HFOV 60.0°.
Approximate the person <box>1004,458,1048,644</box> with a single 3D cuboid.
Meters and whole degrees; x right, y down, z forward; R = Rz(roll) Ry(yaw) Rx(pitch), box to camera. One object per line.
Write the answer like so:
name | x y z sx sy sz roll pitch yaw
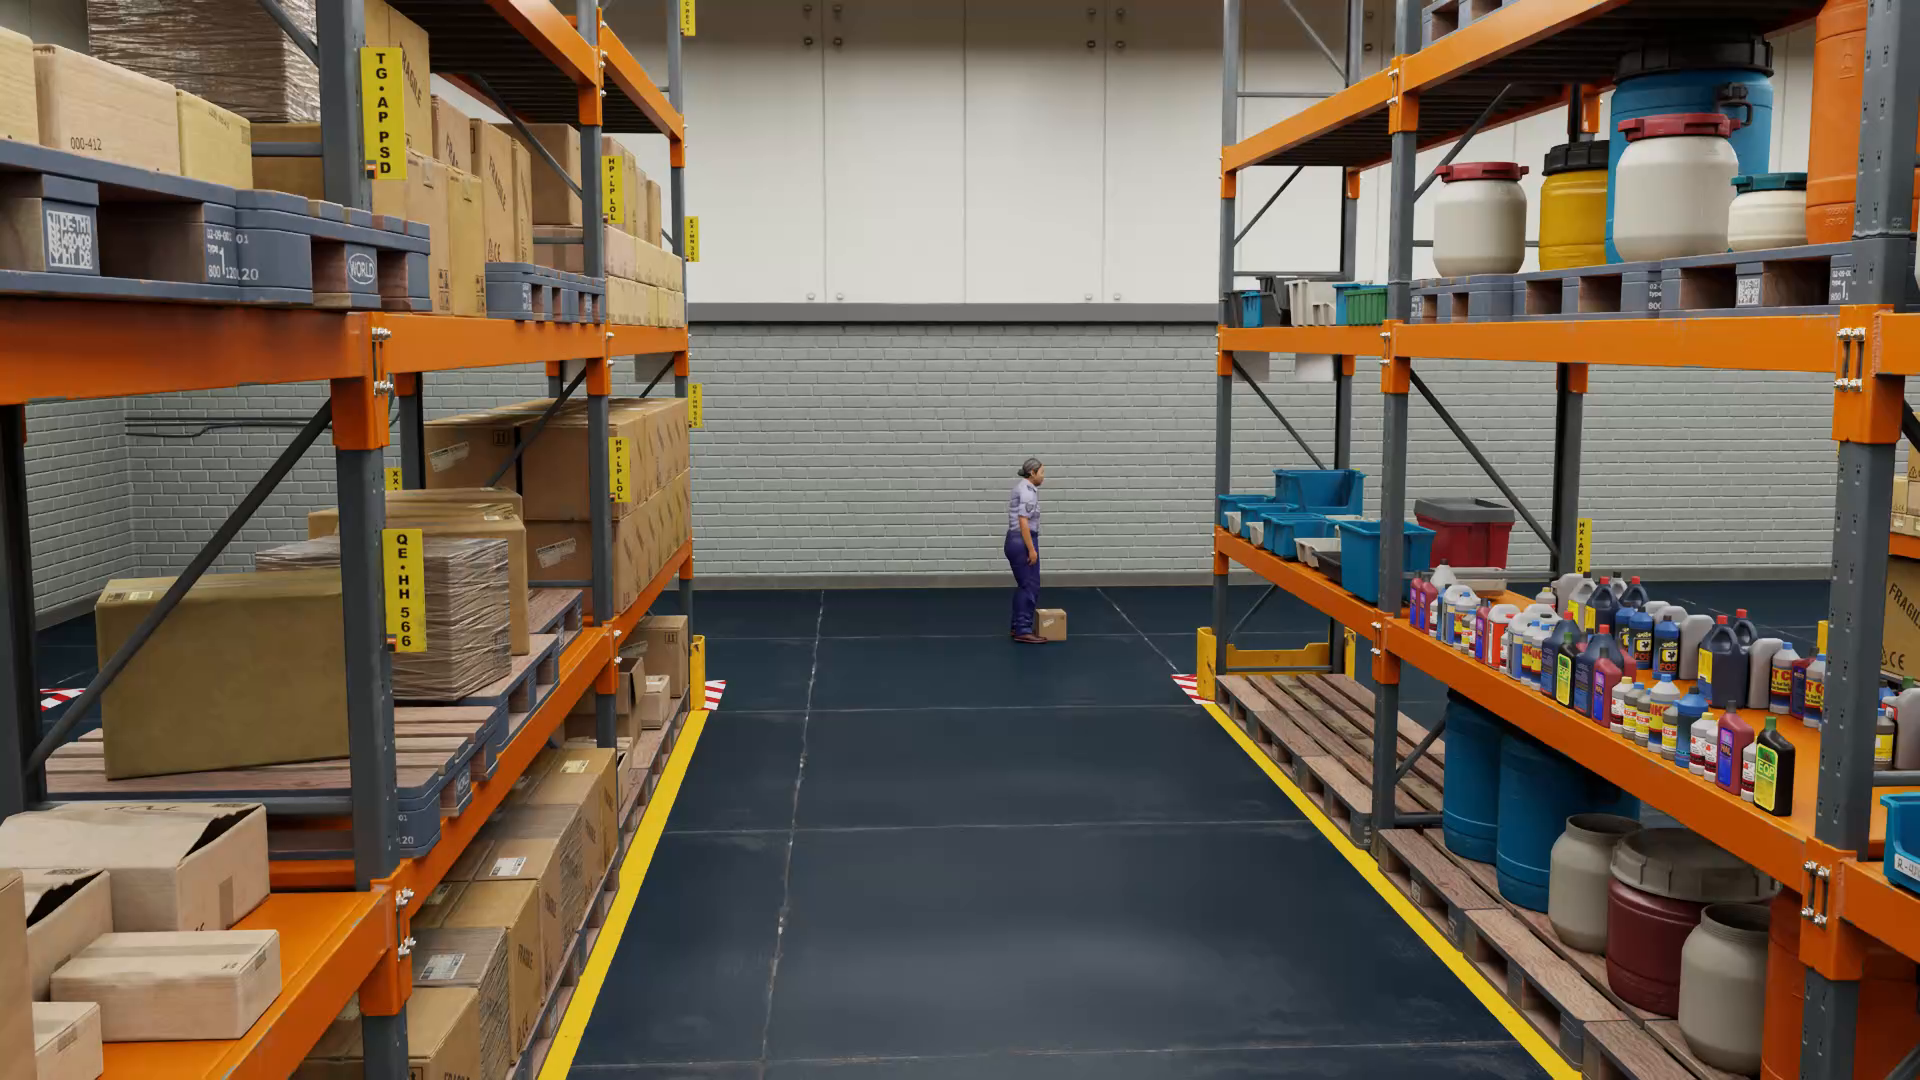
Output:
person | 0.593 0.084 15.094 0.369 1.652 0.540 0 7 -4
